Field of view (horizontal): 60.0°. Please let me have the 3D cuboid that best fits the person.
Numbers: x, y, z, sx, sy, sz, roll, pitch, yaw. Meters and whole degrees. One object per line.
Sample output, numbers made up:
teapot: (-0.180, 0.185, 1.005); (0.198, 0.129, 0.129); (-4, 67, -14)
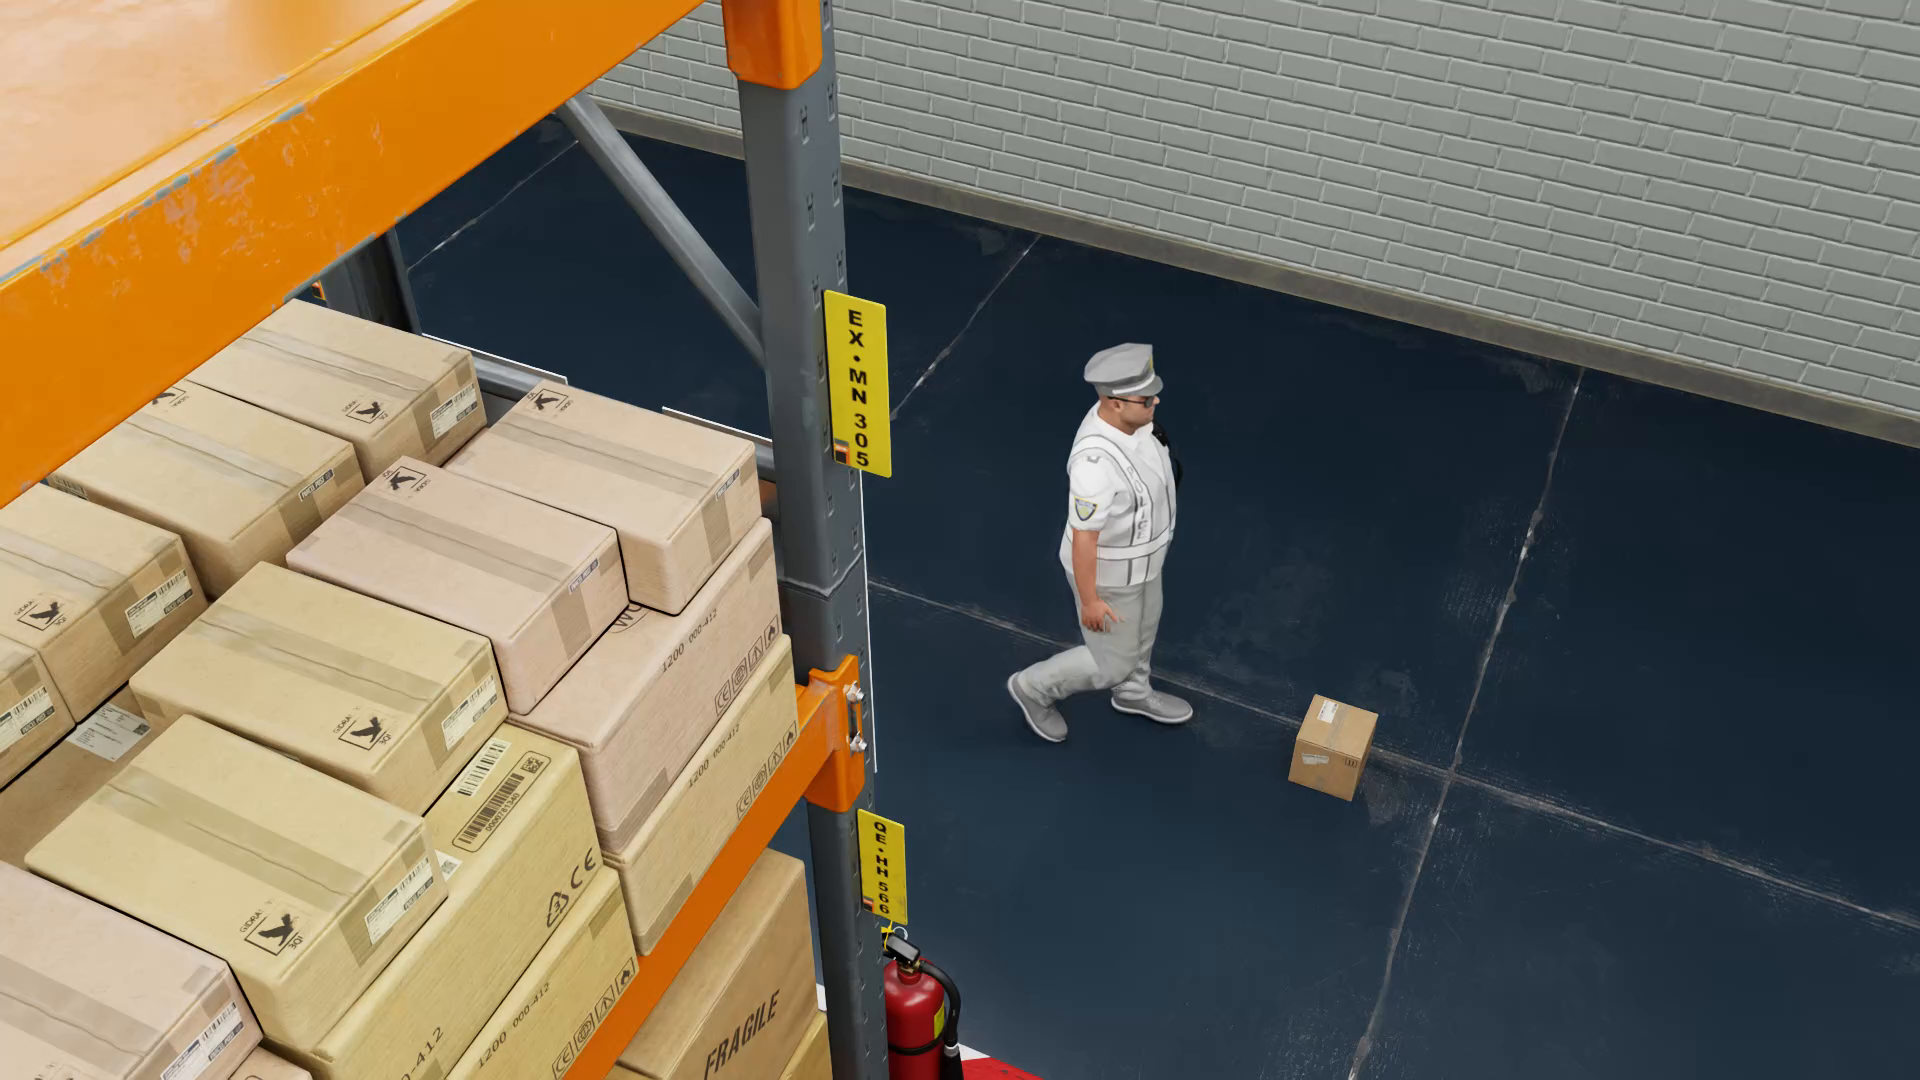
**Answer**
person: (0.561, 0.050, 6.078); (0.695, 1.759, 0.569); (15, 44, 16)
